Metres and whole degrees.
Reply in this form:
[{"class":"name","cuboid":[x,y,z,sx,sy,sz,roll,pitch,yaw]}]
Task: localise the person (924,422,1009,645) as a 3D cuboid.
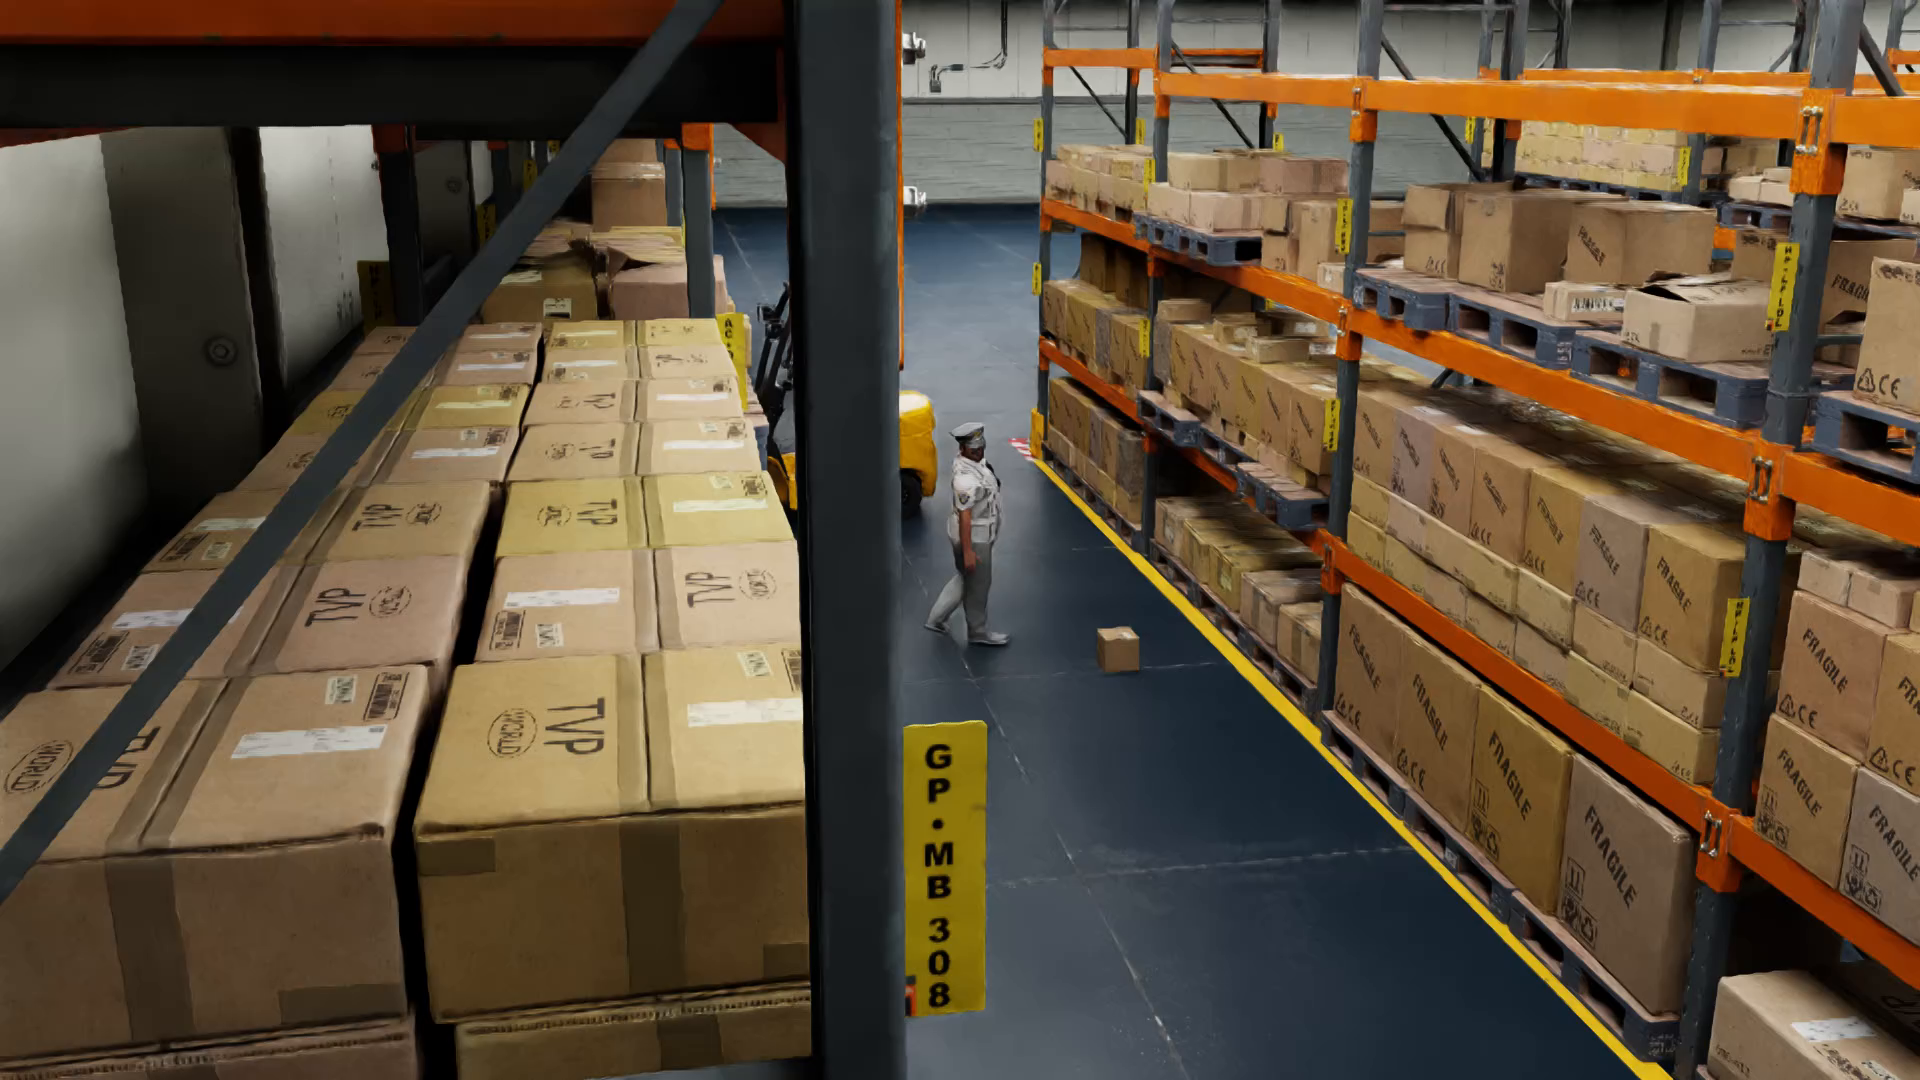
[{"class":"person","cuboid":[0.055,-0.029,12.175,0.640,1.706,0.587,-2,16,-5]}]
